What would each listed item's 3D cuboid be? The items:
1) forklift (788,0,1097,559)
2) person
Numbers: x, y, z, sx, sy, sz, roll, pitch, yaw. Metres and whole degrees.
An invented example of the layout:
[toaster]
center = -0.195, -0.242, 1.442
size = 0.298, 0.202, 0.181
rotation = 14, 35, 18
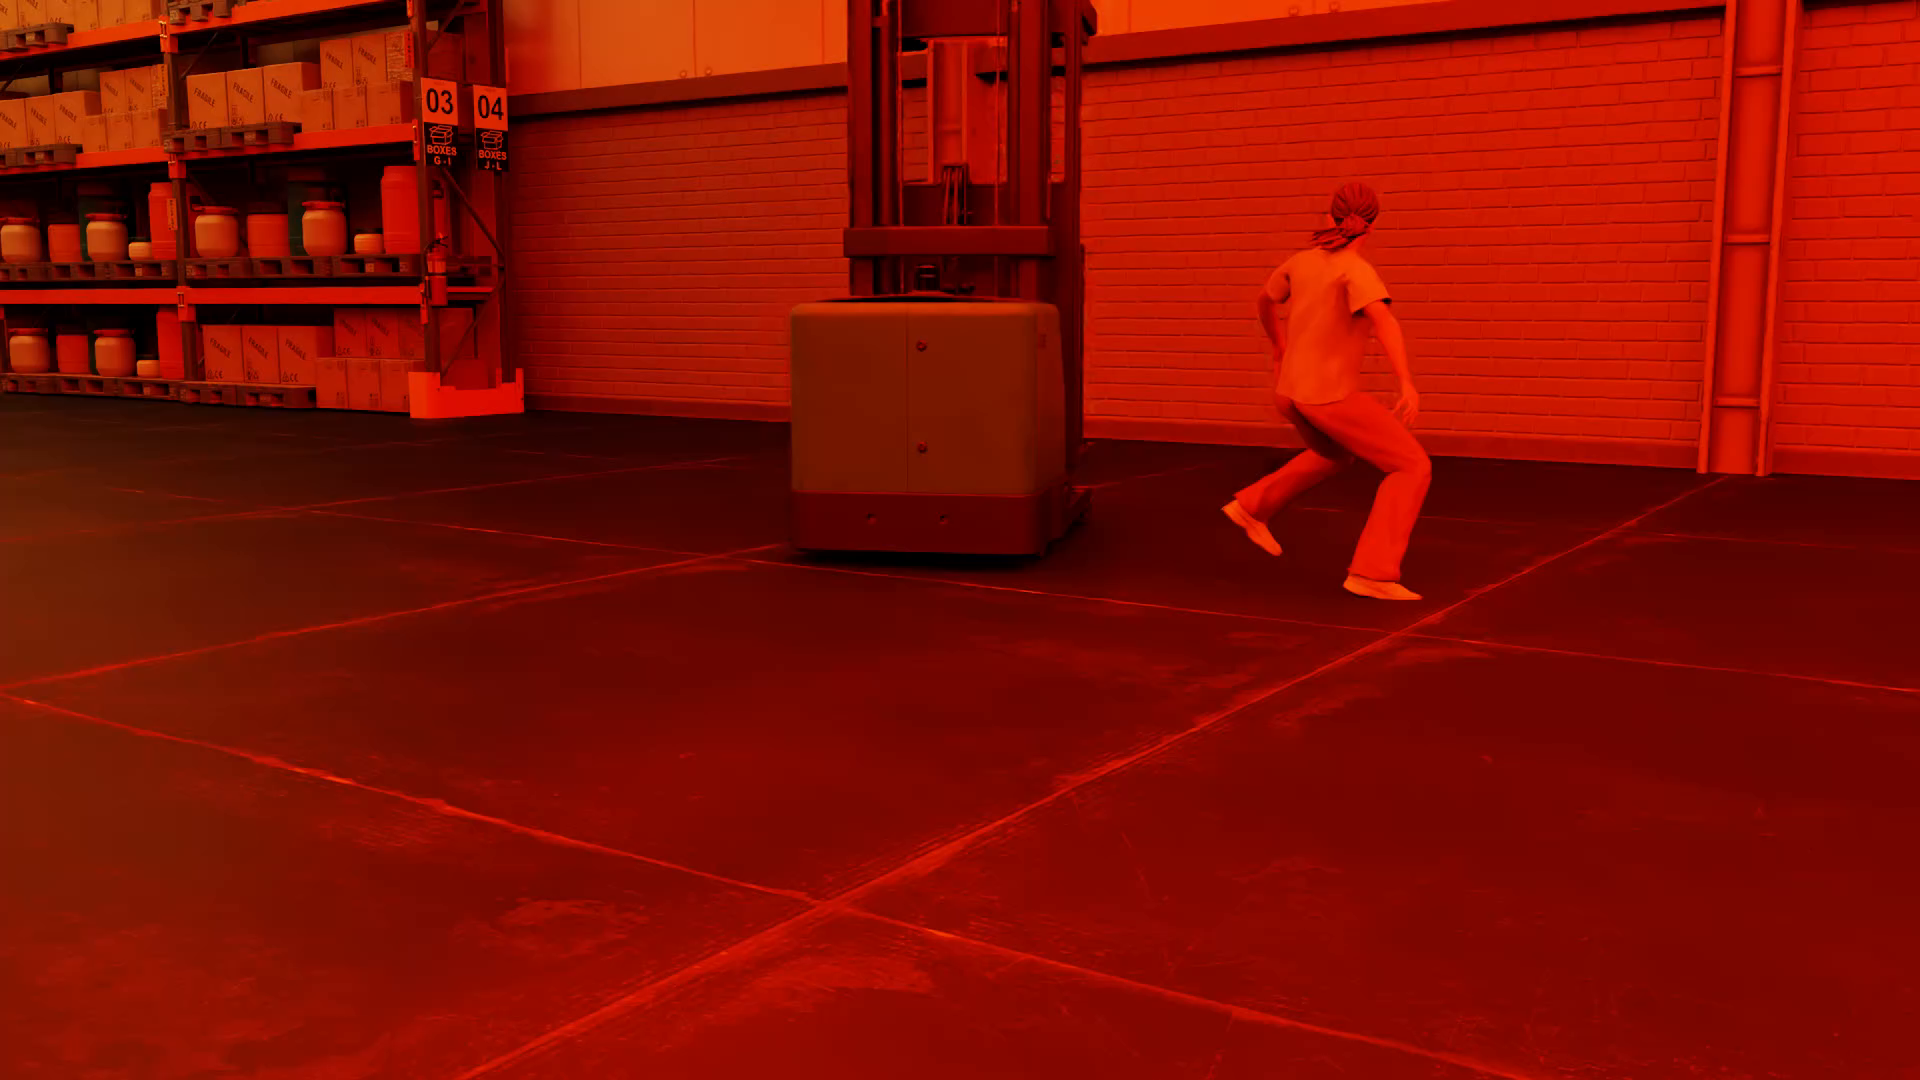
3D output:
[forklift]
center = 0.063, -1.540, 8.022
size = 1.130, 2.935, 3.031
rotation = 1, 8, 10
[person]
center = 1.427, -0.550, 6.230
size = 0.499, 1.559, 1.022
rotation = -3, 9, -18
